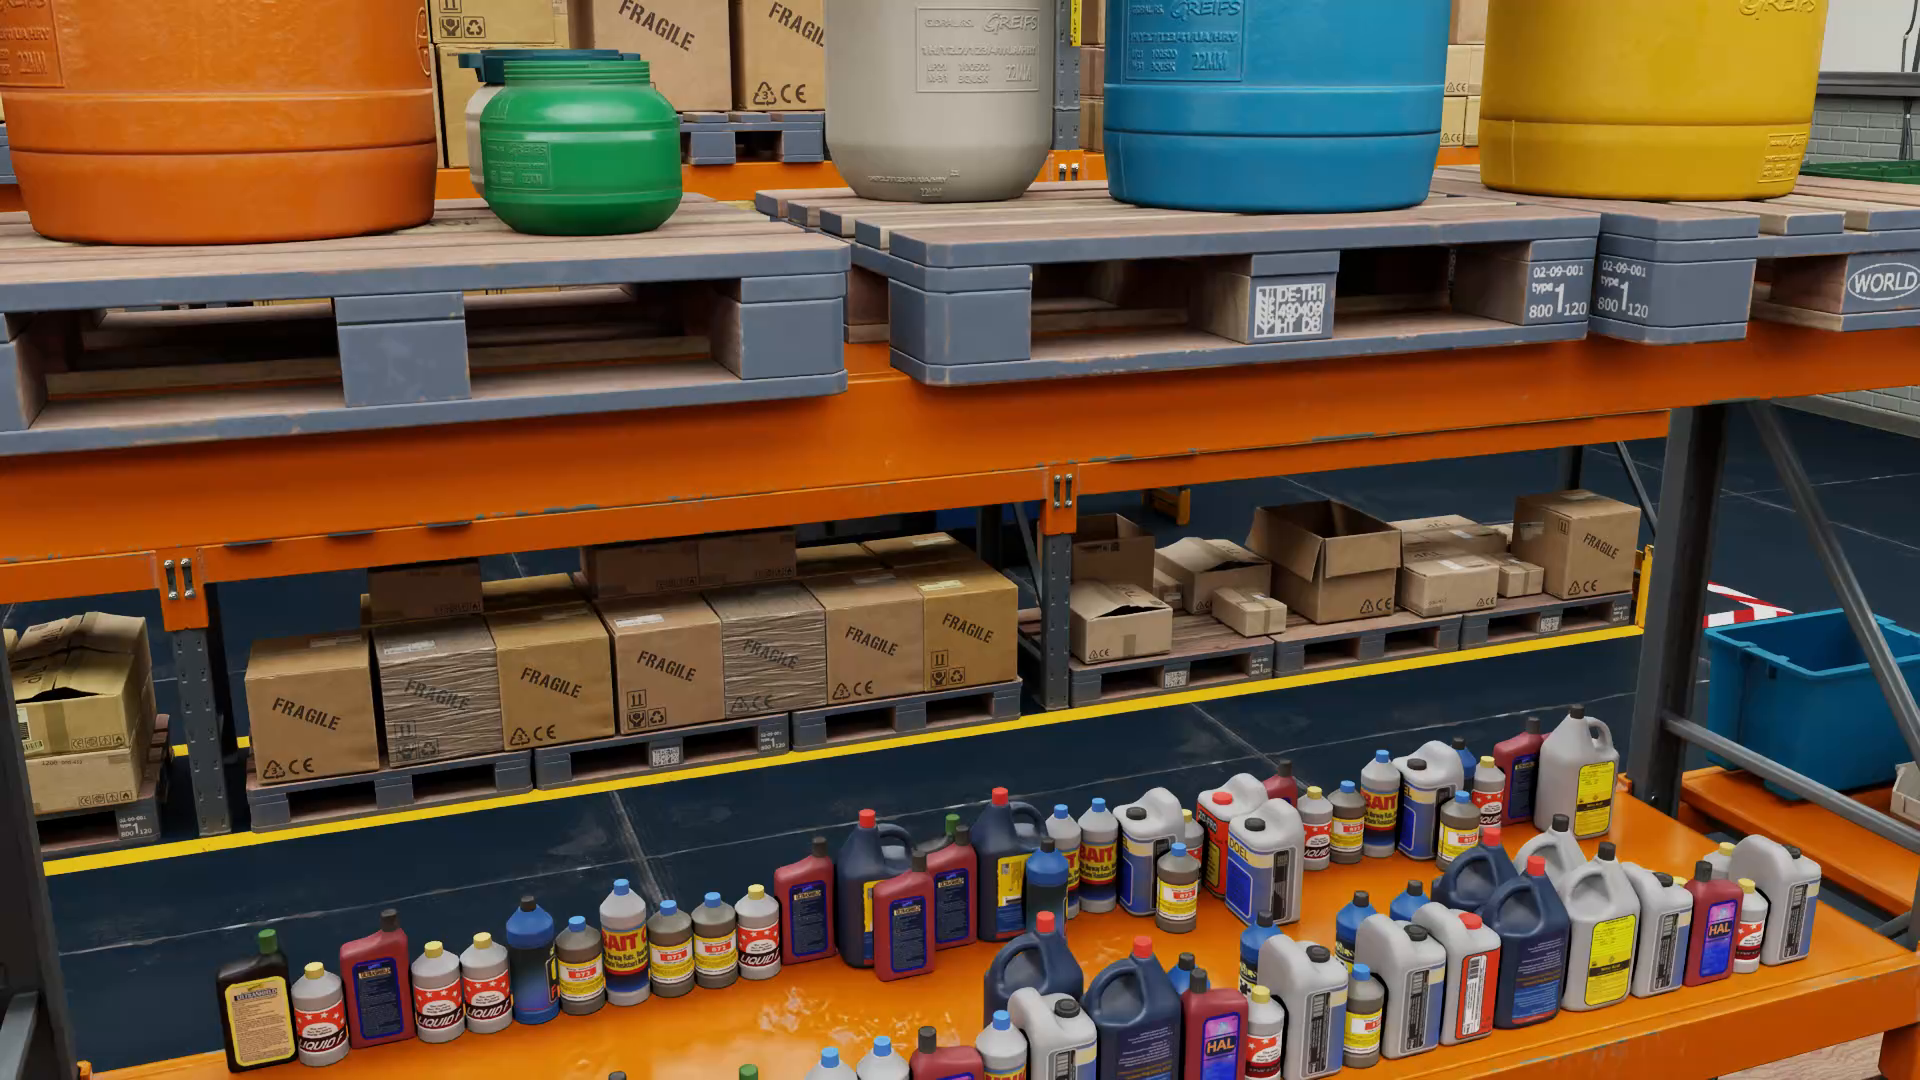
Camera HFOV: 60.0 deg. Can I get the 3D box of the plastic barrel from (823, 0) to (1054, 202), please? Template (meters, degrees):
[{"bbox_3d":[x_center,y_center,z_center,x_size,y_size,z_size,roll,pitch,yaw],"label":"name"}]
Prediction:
[{"bbox_3d":[-0.038,-0.905,3.046,0.433,0.535,0.433,0,16,0],"label":"plastic barrel"}]

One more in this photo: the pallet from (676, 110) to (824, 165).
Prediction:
[{"bbox_3d":[-1.275,-1.884,7.699,1.003,0.211,1.213,-6,17,-20],"label":"pallet"}]

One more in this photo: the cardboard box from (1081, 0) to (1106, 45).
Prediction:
[{"bbox_3d":[0.767,-2.713,8.239,0.500,0.500,0.700,-6,17,-20],"label":"cardboard box"}]

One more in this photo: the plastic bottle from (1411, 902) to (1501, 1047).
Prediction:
[{"bbox_3d":[1.031,0.888,3.470,0.135,0.276,0.152,-6,17,-20],"label":"plastic bottle"}]

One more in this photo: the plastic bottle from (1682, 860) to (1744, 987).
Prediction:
[{"bbox_3d":[1.643,0.832,3.647,0.133,0.283,0.061,-6,17,-20],"label":"plastic bottle"}]

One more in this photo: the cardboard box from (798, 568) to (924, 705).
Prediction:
[{"bbox_3d":[-0.497,0.474,8.317,0.500,0.500,0.500,-6,17,-20],"label":"cardboard box"}]

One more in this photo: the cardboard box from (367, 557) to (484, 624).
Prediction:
[{"bbox_3d":[-2.568,0.182,7.981,0.500,0.250,0.500,-5,17,-18],"label":"cardboard box"}]

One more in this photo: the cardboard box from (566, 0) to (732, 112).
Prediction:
[{"bbox_3d":[-1.415,-2.257,7.538,0.600,0.600,0.600,-7,18,-22],"label":"cardboard box"}]

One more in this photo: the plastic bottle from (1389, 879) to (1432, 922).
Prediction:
[{"bbox_3d":[0.969,0.859,3.576,0.097,0.271,0.097,0,16,0],"label":"plastic bottle"}]

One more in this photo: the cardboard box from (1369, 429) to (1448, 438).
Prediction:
[{"bbox_3d":[2.319,-0.869,9.056,0.500,0.500,0.500,-6,18,-21],"label":"cardboard box"}]

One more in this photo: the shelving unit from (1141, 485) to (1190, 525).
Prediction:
[{"bbox_3d":[1.048,-0.851,11.835,1.083,1.500,0.587,-7,18,-22],"label":"shelving unit"}]

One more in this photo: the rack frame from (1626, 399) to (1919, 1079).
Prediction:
[{"bbox_3d":[2.095,0.616,4.176,0.127,3.000,1.000,-6,17,-20],"label":"rack frame"}]

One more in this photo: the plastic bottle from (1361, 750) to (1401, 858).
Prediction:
[{"bbox_3d":[1.067,0.666,4.236,0.097,0.271,0.097,0,16,0],"label":"plastic bottle"}]

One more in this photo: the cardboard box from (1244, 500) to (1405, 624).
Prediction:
[{"bbox_3d":[2.079,0.109,9.555,0.637,0.503,0.797,-6,17,-20],"label":"cardboard box"}]

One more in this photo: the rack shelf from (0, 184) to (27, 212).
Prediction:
[{"bbox_3d":[-5.276,-1.177,6.234,4.000,0.370,1.077,-6,17,-20],"label":"rack shelf"}]

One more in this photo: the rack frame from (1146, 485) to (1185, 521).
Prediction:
[{"bbox_3d":[1.507,-0.907,12.023,0.032,1.500,0.500,-7,18,-22],"label":"rack frame"}]

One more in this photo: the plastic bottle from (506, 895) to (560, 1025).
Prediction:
[{"bbox_3d":[-0.903,0.879,3.511,0.097,0.271,0.097,0,16,0],"label":"plastic bottle"}]

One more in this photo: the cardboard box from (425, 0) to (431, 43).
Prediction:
[{"bbox_3d":[-2.523,-2.345,6.984,0.500,0.500,0.500,-6,17,-20],"label":"cardboard box"}]

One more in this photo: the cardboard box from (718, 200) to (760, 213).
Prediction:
[{"bbox_3d":[-1.794,-2.436,12.498,0.500,0.250,0.500,-6,17,-19],"label":"cardboard box"}]

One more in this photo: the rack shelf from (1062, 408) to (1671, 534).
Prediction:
[{"bbox_3d":[2.194,-0.544,9.403,4.000,0.370,1.077,-6,17,-20],"label":"rack shelf"}]

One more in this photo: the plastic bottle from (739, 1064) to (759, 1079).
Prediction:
[{"bbox_3d":[-0.331,1.046,2.921,0.133,0.283,0.061,-6,17,-20],"label":"plastic bottle"}]

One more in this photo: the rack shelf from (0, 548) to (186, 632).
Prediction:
[{"bbox_3d":[-5.276,0.263,6.657,4.000,0.370,1.077,-6,17,-20],"label":"rack shelf"}]

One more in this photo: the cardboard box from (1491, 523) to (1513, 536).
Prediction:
[{"bbox_3d":[3.547,0.018,10.493,0.250,0.149,0.380,-6,17,-20],"label":"cardboard box"}]

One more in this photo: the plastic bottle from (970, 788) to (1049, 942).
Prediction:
[{"bbox_3d":[0.113,0.738,3.850,0.185,0.351,0.144,-6,17,-20],"label":"plastic bottle"}]

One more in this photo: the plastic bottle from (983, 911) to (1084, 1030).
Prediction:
[{"bbox_3d":[0.145,0.903,3.286,0.185,0.351,0.144,-6,17,-20],"label":"plastic bottle"}]

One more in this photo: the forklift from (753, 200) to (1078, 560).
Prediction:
[{"bbox_3d":[-0.773,-1.251,10.657,3.031,2.935,1.130,-7,18,-23],"label":"forklift"}]

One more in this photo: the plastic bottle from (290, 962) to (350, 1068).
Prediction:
[{"bbox_3d":[-1.301,0.955,3.375,0.097,0.201,0.097,0,16,0],"label":"plastic bottle"}]

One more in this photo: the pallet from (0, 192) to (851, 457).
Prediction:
[{"bbox_3d":[-0.891,-0.380,2.582,1.213,0.211,1.003,-6,17,-20],"label":"pallet"}]

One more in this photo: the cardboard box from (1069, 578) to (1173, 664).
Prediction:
[{"bbox_3d":[0.796,0.406,8.883,0.500,0.311,0.500,-6,17,-20],"label":"cardboard box"}]

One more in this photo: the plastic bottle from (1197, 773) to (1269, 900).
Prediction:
[{"bbox_3d":[0.662,0.716,4.058,0.135,0.276,0.152,-6,17,-20],"label":"plastic bottle"}]

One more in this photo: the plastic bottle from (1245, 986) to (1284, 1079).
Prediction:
[{"bbox_3d":[0.590,0.980,3.290,0.097,0.201,0.097,0,16,0],"label":"plastic bottle"}]

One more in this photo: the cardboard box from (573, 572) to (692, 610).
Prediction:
[{"bbox_3d":[-1.648,0.441,8.427,0.500,0.500,0.500,-7,18,-22],"label":"cardboard box"}]

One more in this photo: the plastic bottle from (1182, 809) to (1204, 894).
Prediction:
[{"bbox_3d":[0.544,0.756,4.053,0.097,0.201,0.097,0,16,0],"label":"plastic bottle"}]

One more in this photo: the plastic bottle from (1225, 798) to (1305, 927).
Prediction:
[{"bbox_3d":[0.716,0.756,3.922,0.135,0.276,0.152,-6,17,-20],"label":"plastic bottle"}]

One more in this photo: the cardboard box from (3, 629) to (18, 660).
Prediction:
[{"bbox_3d":[-4.490,0.595,7.387,0.500,0.311,0.500,-7,18,-21],"label":"cardboard box"}]

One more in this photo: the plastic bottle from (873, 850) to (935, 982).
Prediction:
[{"bbox_3d":[-0.123,0.827,3.667,0.133,0.283,0.061,-6,17,-20],"label":"plastic bottle"}]

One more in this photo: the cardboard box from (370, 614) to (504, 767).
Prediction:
[{"bbox_3d":[-2.395,0.679,7.617,0.500,0.500,0.500,-7,18,-22],"label":"cardboard box"}]

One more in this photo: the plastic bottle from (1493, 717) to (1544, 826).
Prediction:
[{"bbox_3d":[1.476,0.610,4.403,0.133,0.283,0.061,-6,17,-20],"label":"plastic bottle"}]

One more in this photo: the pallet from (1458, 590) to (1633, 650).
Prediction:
[{"bbox_3d":[3.246,0.336,10.081,1.213,0.211,1.003,-6,17,-20],"label":"pallet"}]

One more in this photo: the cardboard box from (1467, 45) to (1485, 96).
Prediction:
[{"bbox_3d":[2.738,-2.479,8.772,0.500,0.250,0.500,-6,17,-20],"label":"cardboard box"}]

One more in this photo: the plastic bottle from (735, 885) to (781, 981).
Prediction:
[{"bbox_3d":[-0.449,0.863,3.688,0.097,0.201,0.097,0,16,0],"label":"plastic bottle"}]

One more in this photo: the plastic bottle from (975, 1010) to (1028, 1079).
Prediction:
[{"bbox_3d":[0.076,1.002,3.092,0.097,0.271,0.097,0,16,0],"label":"plastic bottle"}]

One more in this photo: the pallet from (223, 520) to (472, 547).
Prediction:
[{"bbox_3d":[-2.801,-0.279,7.565,1.003,0.211,1.213,-6,17,-20],"label":"pallet"}]

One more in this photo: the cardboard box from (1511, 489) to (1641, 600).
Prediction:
[{"bbox_3d":[3.642,0.017,9.872,0.500,0.500,0.500,-6,17,-20],"label":"cardboard box"}]

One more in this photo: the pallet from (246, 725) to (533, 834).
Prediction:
[{"bbox_3d":[-2.698,0.989,7.857,1.213,0.211,1.003,-6,17,-20],"label":"pallet"}]

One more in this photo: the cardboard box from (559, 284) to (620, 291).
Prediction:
[{"bbox_3d":[-2.736,-1.975,12.260,0.500,0.500,0.500,-6,17,-20],"label":"cardboard box"}]
